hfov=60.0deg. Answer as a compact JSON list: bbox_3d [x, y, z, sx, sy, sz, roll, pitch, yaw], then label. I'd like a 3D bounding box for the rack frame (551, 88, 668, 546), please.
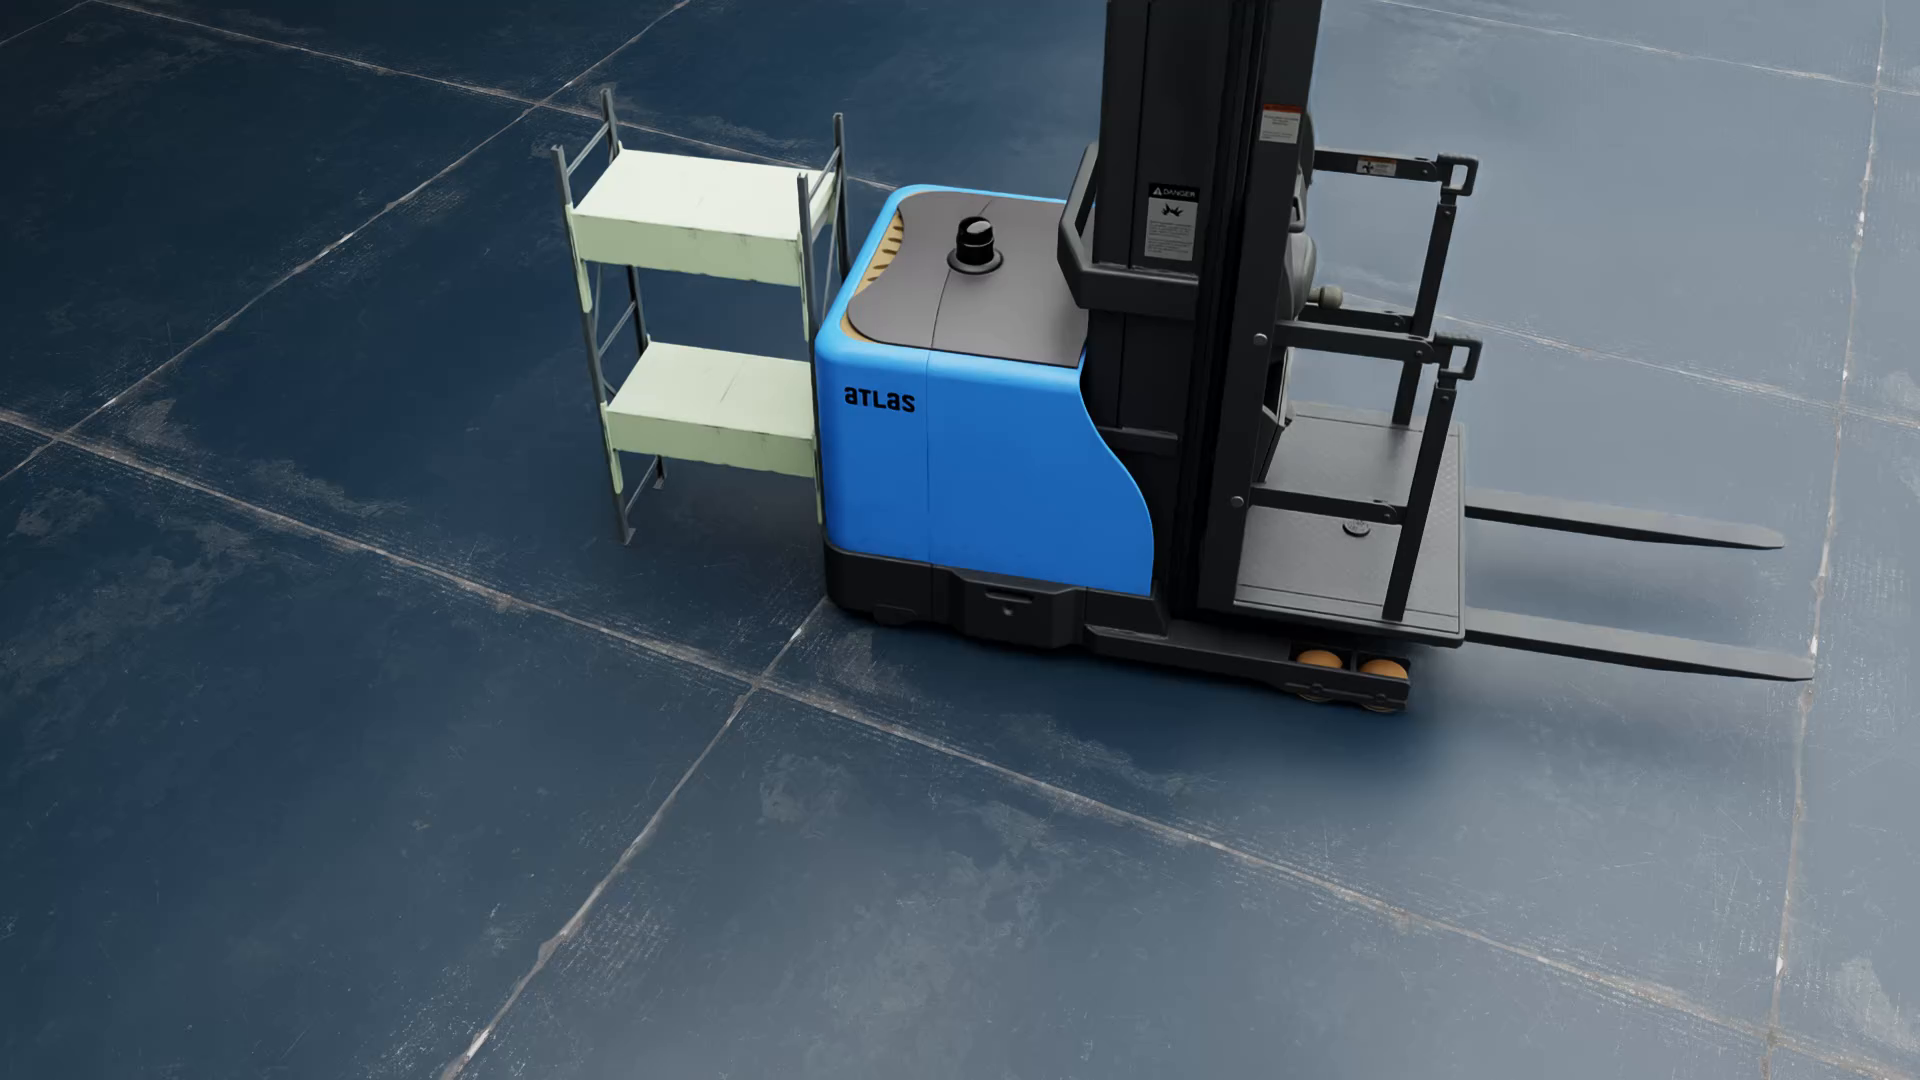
[{"bbox_3d":[-1.114,-0.674,5.383,0.023,1.500,0.400,8,42,10],"label":"rack frame"}]

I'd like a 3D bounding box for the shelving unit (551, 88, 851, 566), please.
[{"bbox_3d":[-0.757,-0.621,5.322,0.755,1.500,0.431,8,42,10],"label":"shelving unit"}]

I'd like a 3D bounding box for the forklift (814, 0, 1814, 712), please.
[{"bbox_3d":[1.134,-0.961,4.620,3.031,2.935,1.130,8,42,10],"label":"forklift"}]

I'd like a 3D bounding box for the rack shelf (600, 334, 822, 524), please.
[{"bbox_3d":[-0.757,-0.375,5.535,0.720,0.370,0.431,8,42,10],"label":"rack shelf"}]

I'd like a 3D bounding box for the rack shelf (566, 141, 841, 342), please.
[{"bbox_3d":[-0.757,-0.916,5.066,0.720,0.370,0.431,8,42,10],"label":"rack shelf"}]

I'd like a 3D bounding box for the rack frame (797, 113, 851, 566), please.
[{"bbox_3d":[-0.400,-0.568,5.261,0.023,1.500,0.400,8,42,10],"label":"rack frame"}]
